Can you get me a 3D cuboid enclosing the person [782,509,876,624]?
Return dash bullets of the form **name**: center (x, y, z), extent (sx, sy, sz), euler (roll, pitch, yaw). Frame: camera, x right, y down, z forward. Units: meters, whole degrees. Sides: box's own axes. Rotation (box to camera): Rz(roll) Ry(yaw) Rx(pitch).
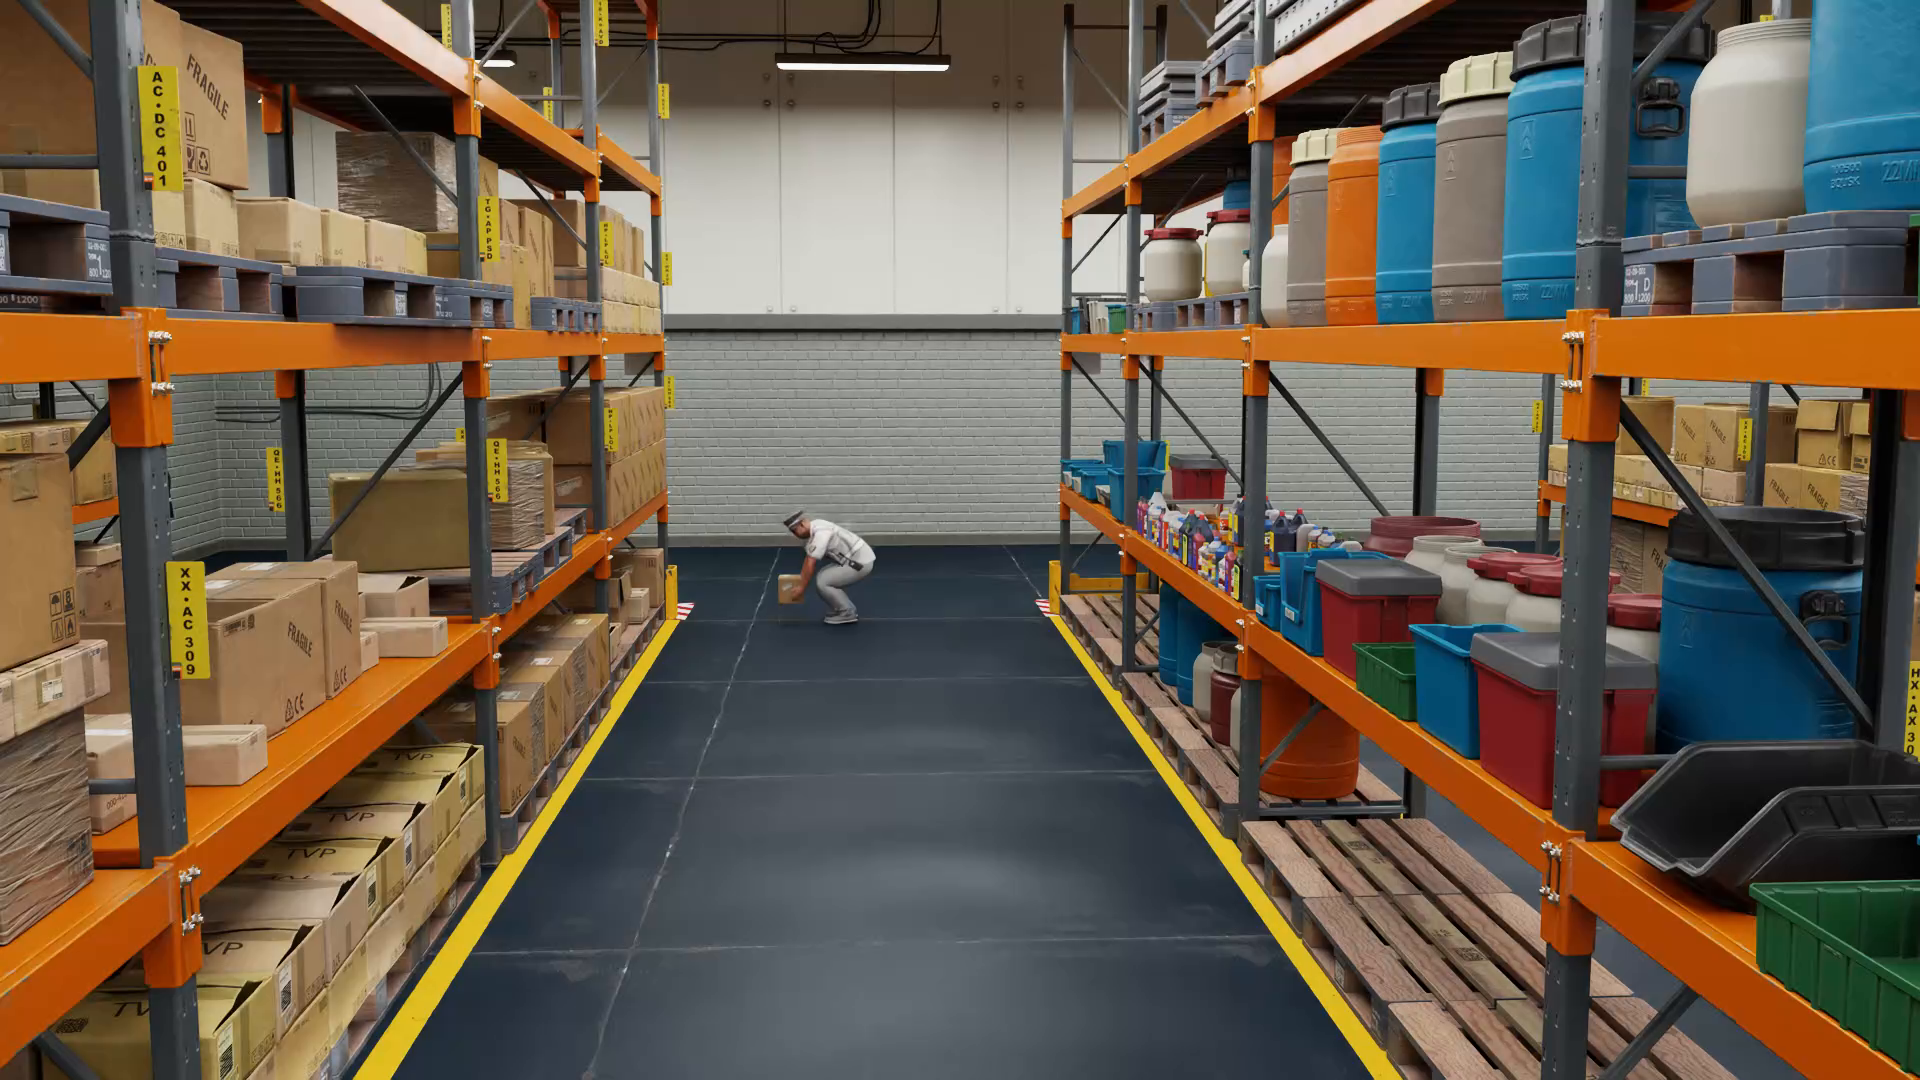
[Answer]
- **person**: center (-1.280, 0.255, 16.288), extent (0.912, 1.115, 0.575), euler (0, 7, -4)
